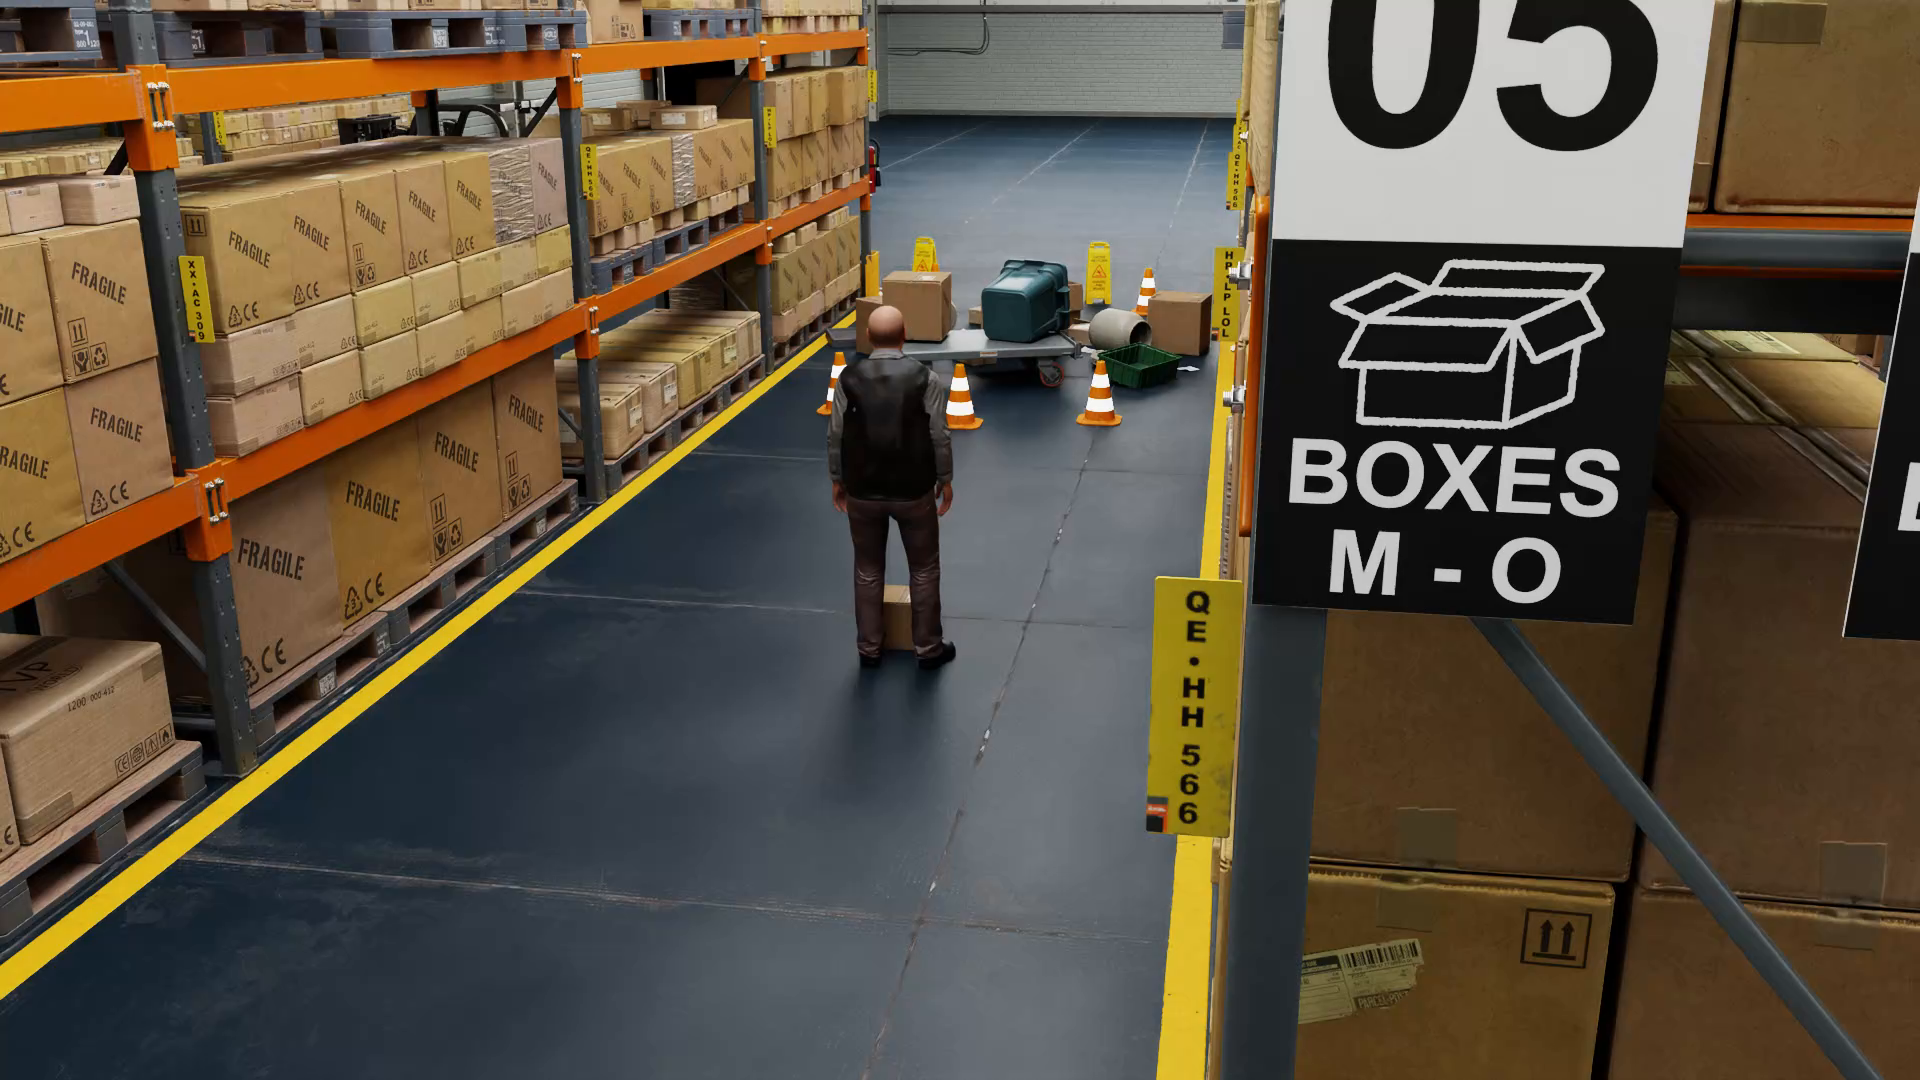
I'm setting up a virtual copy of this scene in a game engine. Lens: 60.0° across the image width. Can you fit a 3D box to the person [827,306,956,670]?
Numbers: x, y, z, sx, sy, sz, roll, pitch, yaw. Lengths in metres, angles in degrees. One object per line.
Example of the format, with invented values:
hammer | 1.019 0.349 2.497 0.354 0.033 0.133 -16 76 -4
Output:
person | -0.326 -0.229 7.806 0.592 1.722 0.412 2 18 6
